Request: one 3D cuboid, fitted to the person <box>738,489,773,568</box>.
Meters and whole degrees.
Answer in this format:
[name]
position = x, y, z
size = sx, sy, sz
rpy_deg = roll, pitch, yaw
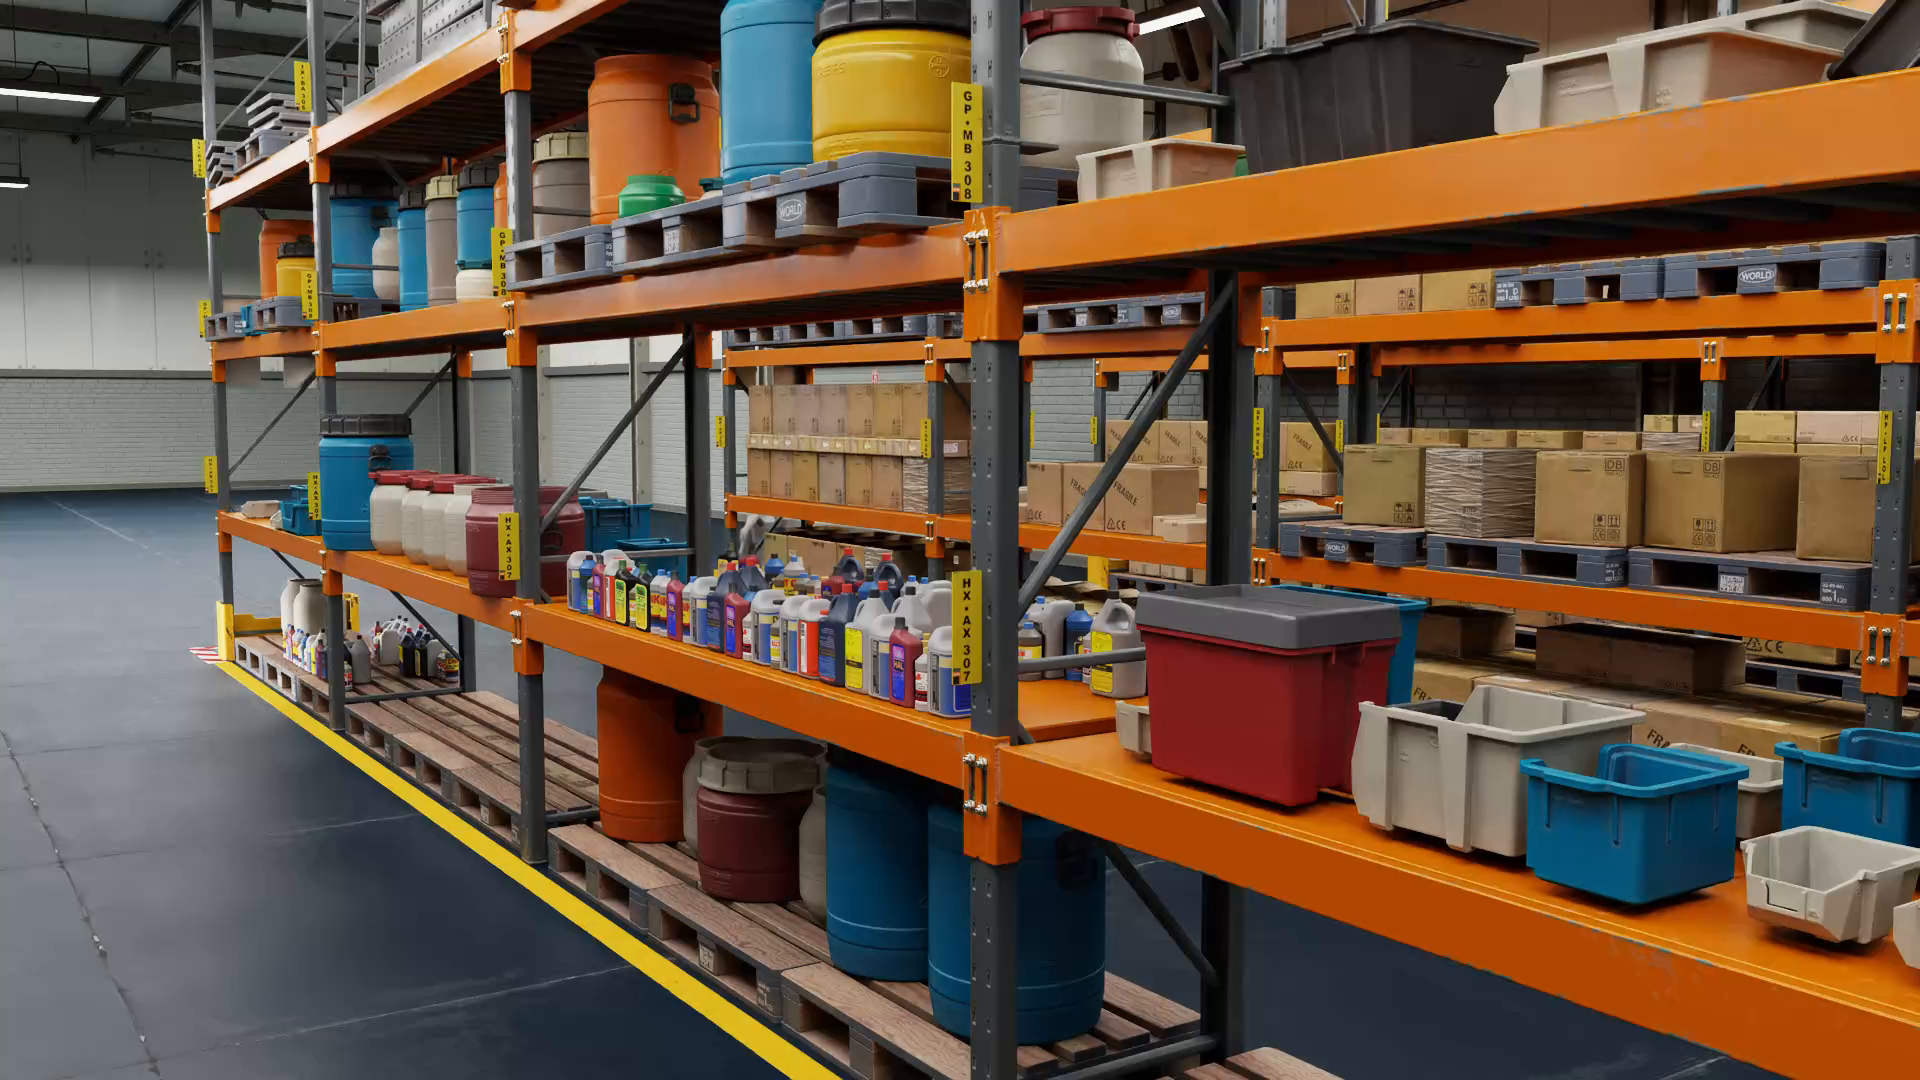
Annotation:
[person]
position = -2.373, -0.118, 19.059
size = 0.667, 1.699, 0.556
rpy_deg = -1, 5, -15
